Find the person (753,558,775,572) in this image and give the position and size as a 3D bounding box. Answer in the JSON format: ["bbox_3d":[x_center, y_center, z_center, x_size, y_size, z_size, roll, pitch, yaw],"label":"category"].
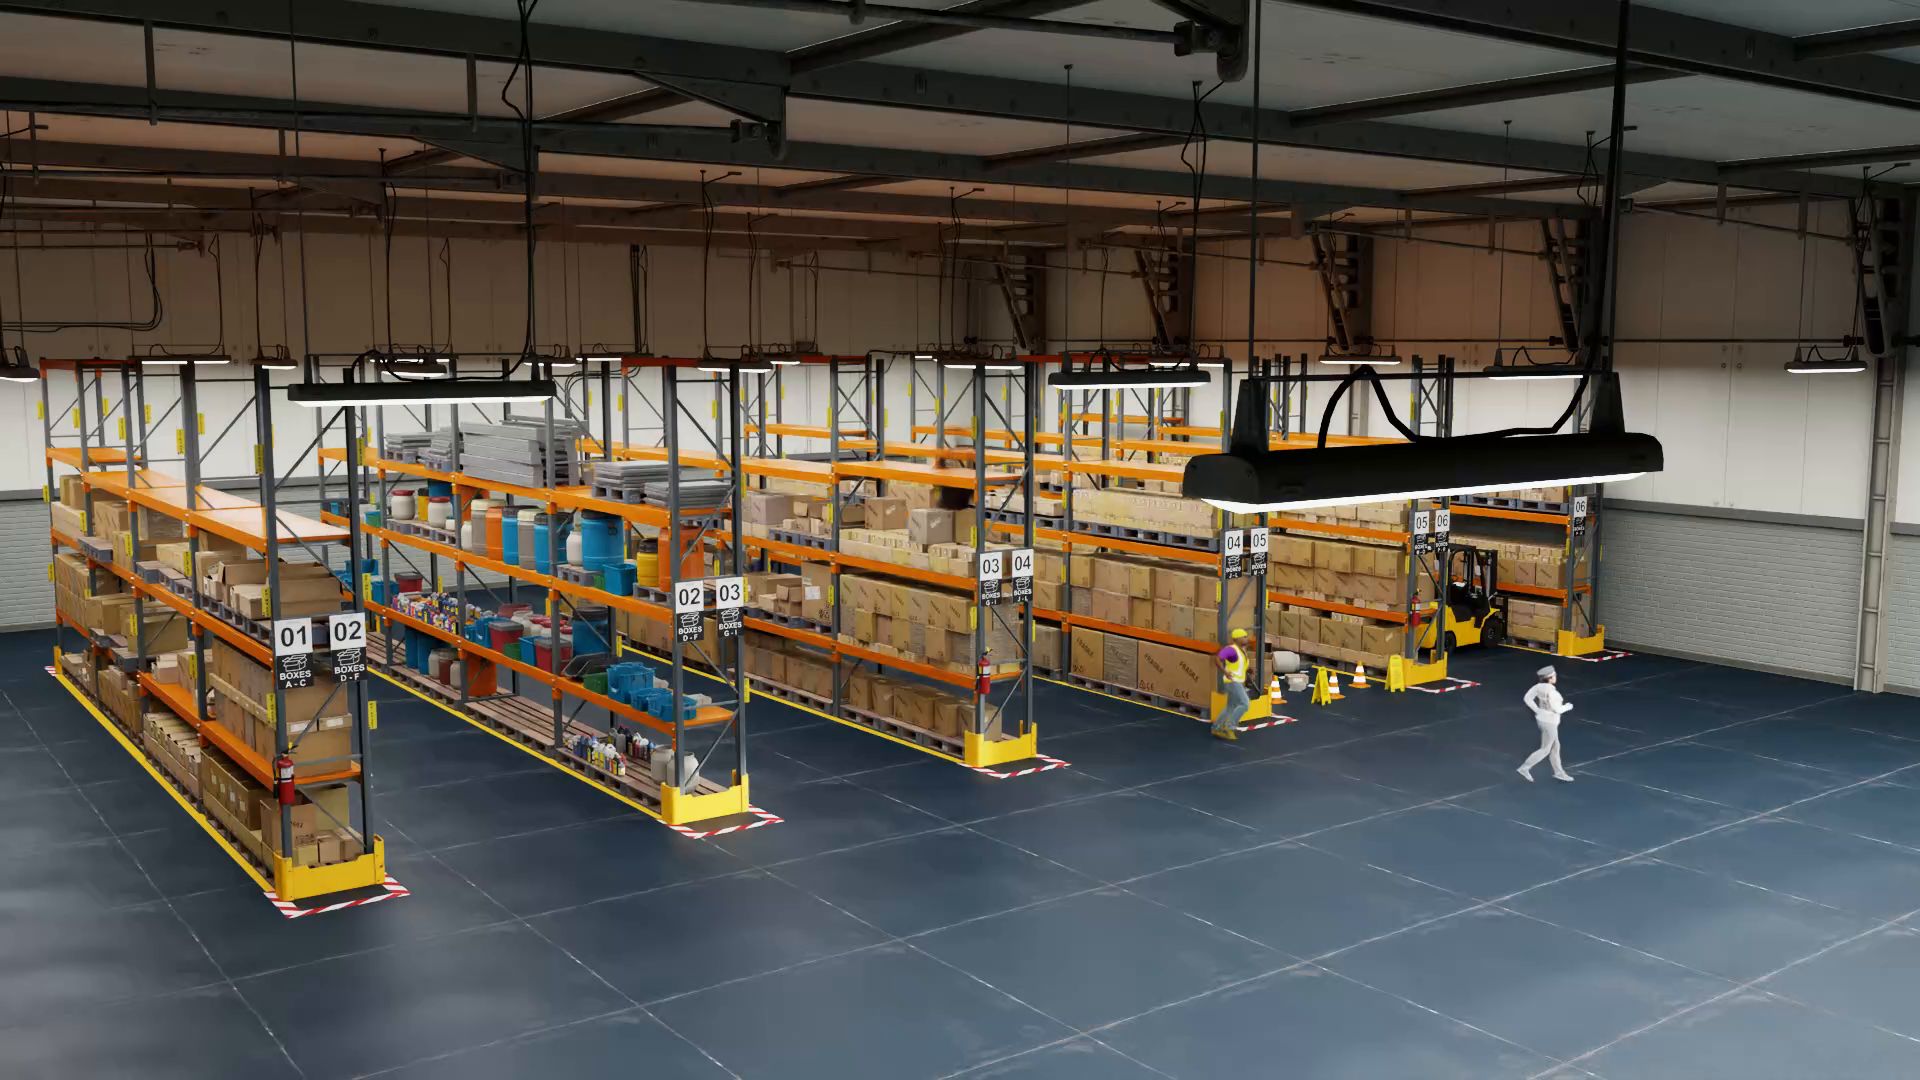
[{"bbox_3d":[-4.911,0.493,41.992,0.605,1.603,0.603,-6,9,-42],"label":"person"}]

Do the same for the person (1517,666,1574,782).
[{"bbox_3d":[8.367,2.619,23.688,0.877,1.683,0.616,-1,7,-5],"label":"person"}]

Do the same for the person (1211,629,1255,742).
[{"bbox_3d":[4.373,2.297,26.549,0.652,1.770,0.709,2,7,20],"label":"person"}]
